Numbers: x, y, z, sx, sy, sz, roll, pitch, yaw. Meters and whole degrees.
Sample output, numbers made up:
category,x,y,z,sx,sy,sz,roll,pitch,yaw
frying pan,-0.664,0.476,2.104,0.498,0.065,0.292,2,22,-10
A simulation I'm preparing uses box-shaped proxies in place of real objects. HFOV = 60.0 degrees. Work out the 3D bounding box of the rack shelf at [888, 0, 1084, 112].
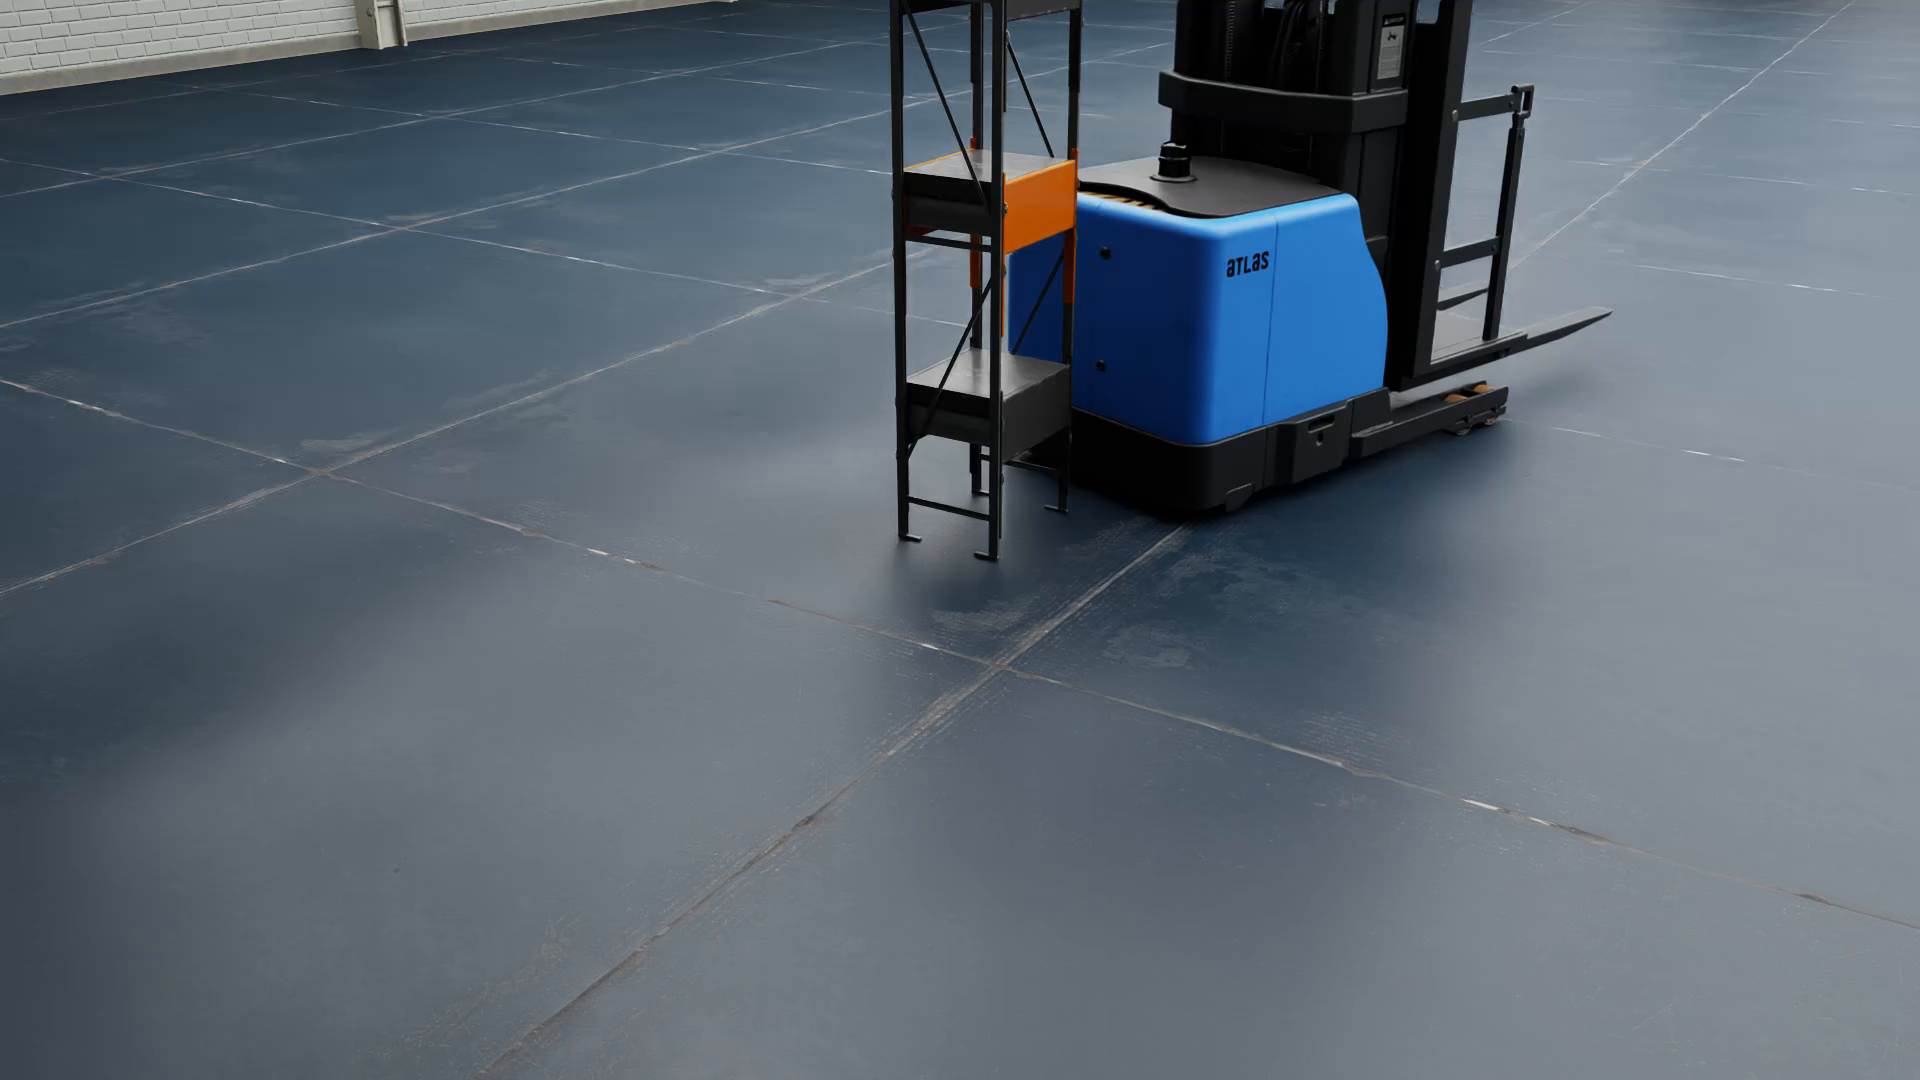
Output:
category,x,y,z,sx,sy,sz,roll,pitch,yaw
rack shelf,0.087,-1.649,5.189,0.431,0.518,0.480,14,27,29

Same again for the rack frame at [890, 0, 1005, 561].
category,x,y,z,sx,sy,sz,roll,pitch,yaw
rack frame,-0.041,-0.937,5.272,0.400,2.100,0.015,14,27,29

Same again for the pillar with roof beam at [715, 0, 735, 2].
category,x,y,z,sx,sy,sz,roll,pitch,yaw
pillar with roof beam,0.490,-10.680,19.094,9.100,9.000,0.400,14,27,29

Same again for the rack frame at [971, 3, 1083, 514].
category,x,y,z,sx,sy,sz,roll,pitch,yaw
rack frame,0.216,-1.102,5.652,0.400,2.100,0.015,14,27,29

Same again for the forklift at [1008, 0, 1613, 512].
category,x,y,z,sx,sy,sz,roll,pitch,yaw
forklift,1.621,-1.909,6.471,3.031,2.935,1.130,-18,29,-36

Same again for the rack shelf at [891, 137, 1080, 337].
category,x,y,z,sx,sy,sz,roll,pitch,yaw
rack shelf,0.087,-1.007,5.467,0.431,0.518,0.480,14,27,29

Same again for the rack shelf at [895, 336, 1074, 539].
category,x,y,z,sx,sy,sz,roll,pitch,yaw
rack shelf,0.087,-0.365,5.745,0.431,0.518,0.480,14,27,29

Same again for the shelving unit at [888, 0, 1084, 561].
category,x,y,z,sx,sy,sz,roll,pitch,yaw
shelving unit,0.087,-1.019,5.462,0.431,2.100,0.503,14,27,29

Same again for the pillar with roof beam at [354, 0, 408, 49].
category,x,y,z,sx,sy,sz,roll,pitch,yaw
pillar with roof beam,-2.675,-8.655,14.416,9.100,9.000,0.400,14,27,29
